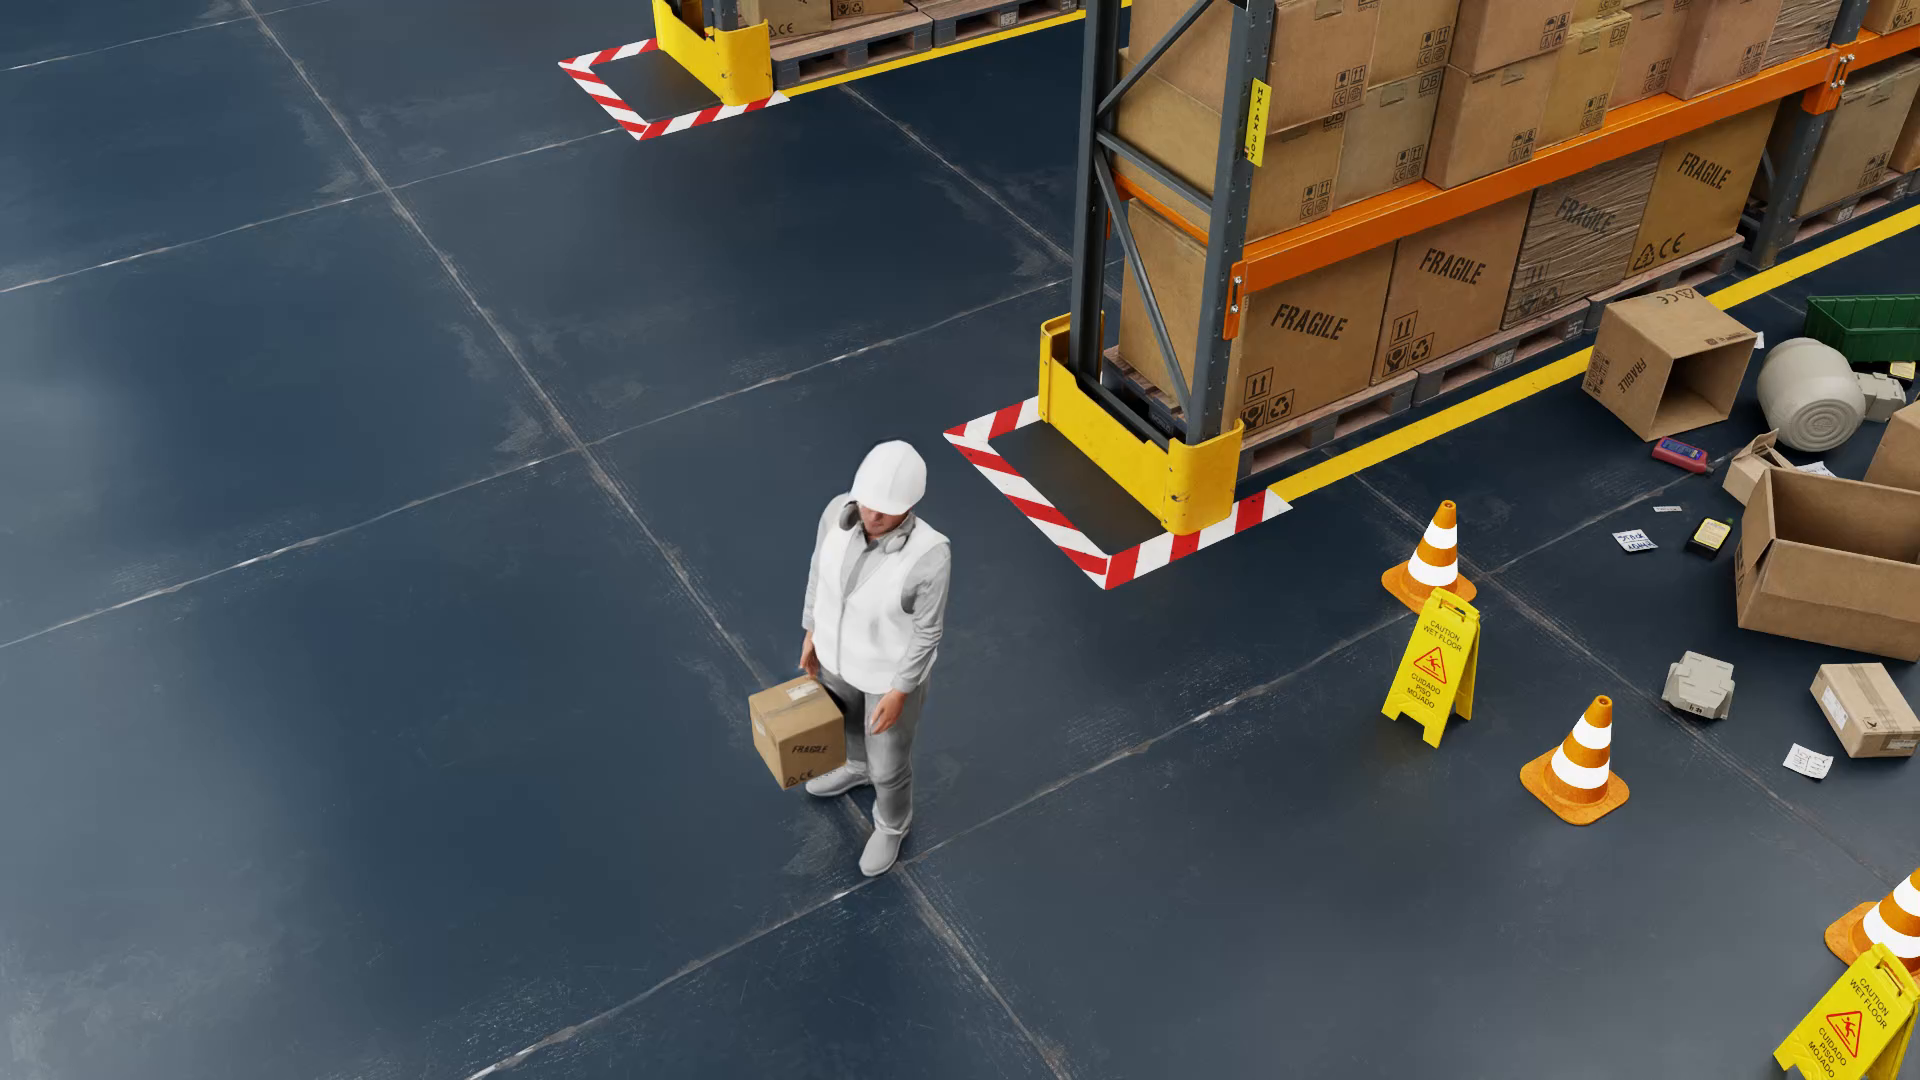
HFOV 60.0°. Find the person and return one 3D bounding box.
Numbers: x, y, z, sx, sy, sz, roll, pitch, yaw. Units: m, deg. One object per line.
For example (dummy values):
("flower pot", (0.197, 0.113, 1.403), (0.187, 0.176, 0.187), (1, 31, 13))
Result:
("person", (-0.327, 0.388, 5.686), (0.614, 1.768, 0.438), (28, 48, 29))
